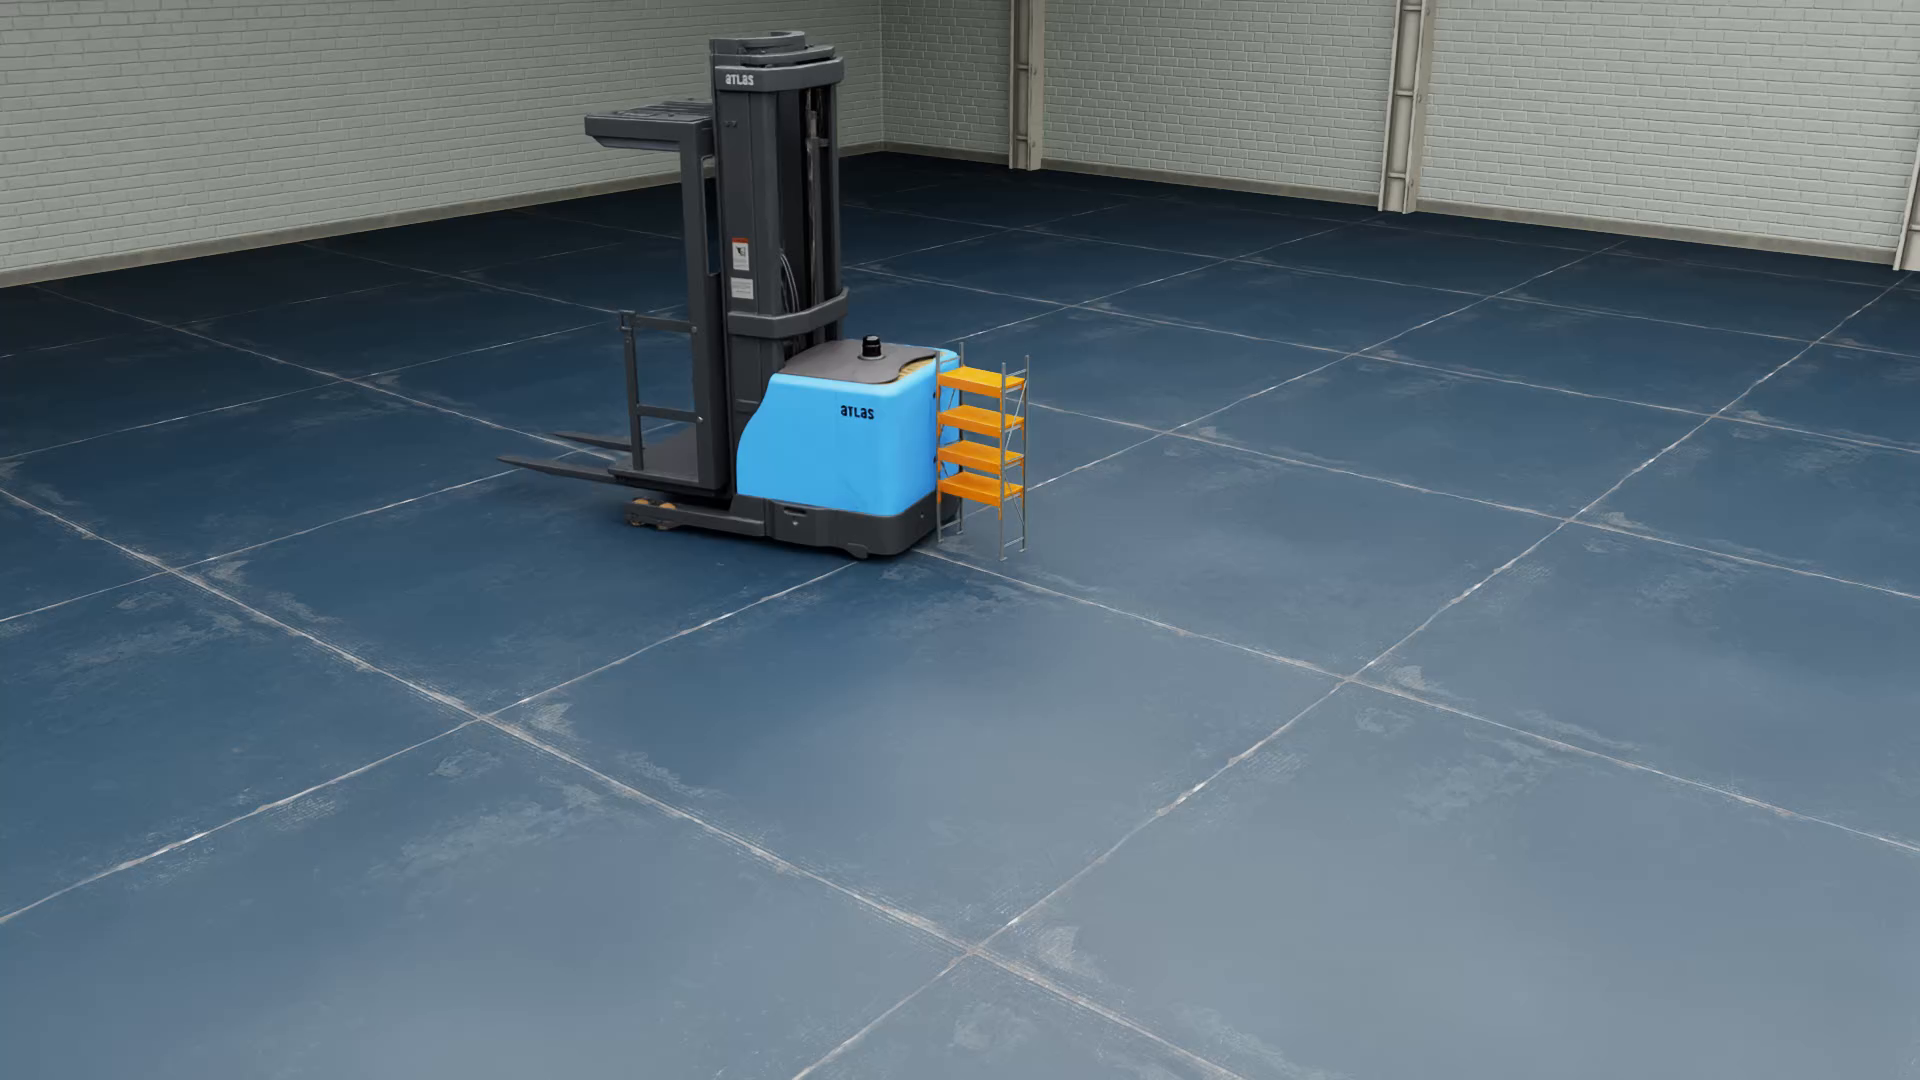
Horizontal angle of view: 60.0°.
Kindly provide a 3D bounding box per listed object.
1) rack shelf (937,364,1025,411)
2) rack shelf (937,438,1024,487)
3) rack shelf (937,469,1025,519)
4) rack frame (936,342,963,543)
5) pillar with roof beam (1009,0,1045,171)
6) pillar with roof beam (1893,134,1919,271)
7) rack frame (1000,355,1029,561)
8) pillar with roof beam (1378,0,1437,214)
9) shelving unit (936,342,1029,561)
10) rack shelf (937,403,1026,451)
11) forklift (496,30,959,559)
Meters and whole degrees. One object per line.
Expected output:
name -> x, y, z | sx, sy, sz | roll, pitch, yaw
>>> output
rack shelf -> 0.128, -0.892, 9.720 | 0.480, 0.148, 0.258 | 16, 26, 36
rack shelf -> 0.128, -0.462, 9.882 | 0.480, 0.148, 0.258 | 16, 26, 36
rack shelf -> 0.128, -0.276, 9.952 | 0.480, 0.148, 0.258 | 16, 26, 36
rack frame -> -0.061, -0.579, 10.003 | 0.015, 1.200, 0.240 | 16, 26, 36
pillar with roof beam -> -1.740, -8.617, 20.264 | 0.400, 9.000, 9.100 | 16, 26, 36
pillar with roof beam -> 7.557, -5.939, 13.165 | 0.400, 9.000, 9.100 | 16, 26, 36
rack frame -> 0.317, -0.470, 9.714 | 0.015, 1.200, 0.240 | 16, 26, 36
pillar with roof beam -> 2.908, -7.278, 16.715 | 0.400, 9.000, 9.100 | 16, 26, 36
shelving unit -> 0.128, -0.524, 9.859 | 0.503, 1.200, 0.258 | 16, 26, 36
rack shelf -> 0.128, -0.671, 9.803 | 0.480, 0.148, 0.258 | 16, 26, 36
forklift -> -1.545, -1.590, 10.230 | 3.031, 2.935, 1.130 | 9, 22, 23
